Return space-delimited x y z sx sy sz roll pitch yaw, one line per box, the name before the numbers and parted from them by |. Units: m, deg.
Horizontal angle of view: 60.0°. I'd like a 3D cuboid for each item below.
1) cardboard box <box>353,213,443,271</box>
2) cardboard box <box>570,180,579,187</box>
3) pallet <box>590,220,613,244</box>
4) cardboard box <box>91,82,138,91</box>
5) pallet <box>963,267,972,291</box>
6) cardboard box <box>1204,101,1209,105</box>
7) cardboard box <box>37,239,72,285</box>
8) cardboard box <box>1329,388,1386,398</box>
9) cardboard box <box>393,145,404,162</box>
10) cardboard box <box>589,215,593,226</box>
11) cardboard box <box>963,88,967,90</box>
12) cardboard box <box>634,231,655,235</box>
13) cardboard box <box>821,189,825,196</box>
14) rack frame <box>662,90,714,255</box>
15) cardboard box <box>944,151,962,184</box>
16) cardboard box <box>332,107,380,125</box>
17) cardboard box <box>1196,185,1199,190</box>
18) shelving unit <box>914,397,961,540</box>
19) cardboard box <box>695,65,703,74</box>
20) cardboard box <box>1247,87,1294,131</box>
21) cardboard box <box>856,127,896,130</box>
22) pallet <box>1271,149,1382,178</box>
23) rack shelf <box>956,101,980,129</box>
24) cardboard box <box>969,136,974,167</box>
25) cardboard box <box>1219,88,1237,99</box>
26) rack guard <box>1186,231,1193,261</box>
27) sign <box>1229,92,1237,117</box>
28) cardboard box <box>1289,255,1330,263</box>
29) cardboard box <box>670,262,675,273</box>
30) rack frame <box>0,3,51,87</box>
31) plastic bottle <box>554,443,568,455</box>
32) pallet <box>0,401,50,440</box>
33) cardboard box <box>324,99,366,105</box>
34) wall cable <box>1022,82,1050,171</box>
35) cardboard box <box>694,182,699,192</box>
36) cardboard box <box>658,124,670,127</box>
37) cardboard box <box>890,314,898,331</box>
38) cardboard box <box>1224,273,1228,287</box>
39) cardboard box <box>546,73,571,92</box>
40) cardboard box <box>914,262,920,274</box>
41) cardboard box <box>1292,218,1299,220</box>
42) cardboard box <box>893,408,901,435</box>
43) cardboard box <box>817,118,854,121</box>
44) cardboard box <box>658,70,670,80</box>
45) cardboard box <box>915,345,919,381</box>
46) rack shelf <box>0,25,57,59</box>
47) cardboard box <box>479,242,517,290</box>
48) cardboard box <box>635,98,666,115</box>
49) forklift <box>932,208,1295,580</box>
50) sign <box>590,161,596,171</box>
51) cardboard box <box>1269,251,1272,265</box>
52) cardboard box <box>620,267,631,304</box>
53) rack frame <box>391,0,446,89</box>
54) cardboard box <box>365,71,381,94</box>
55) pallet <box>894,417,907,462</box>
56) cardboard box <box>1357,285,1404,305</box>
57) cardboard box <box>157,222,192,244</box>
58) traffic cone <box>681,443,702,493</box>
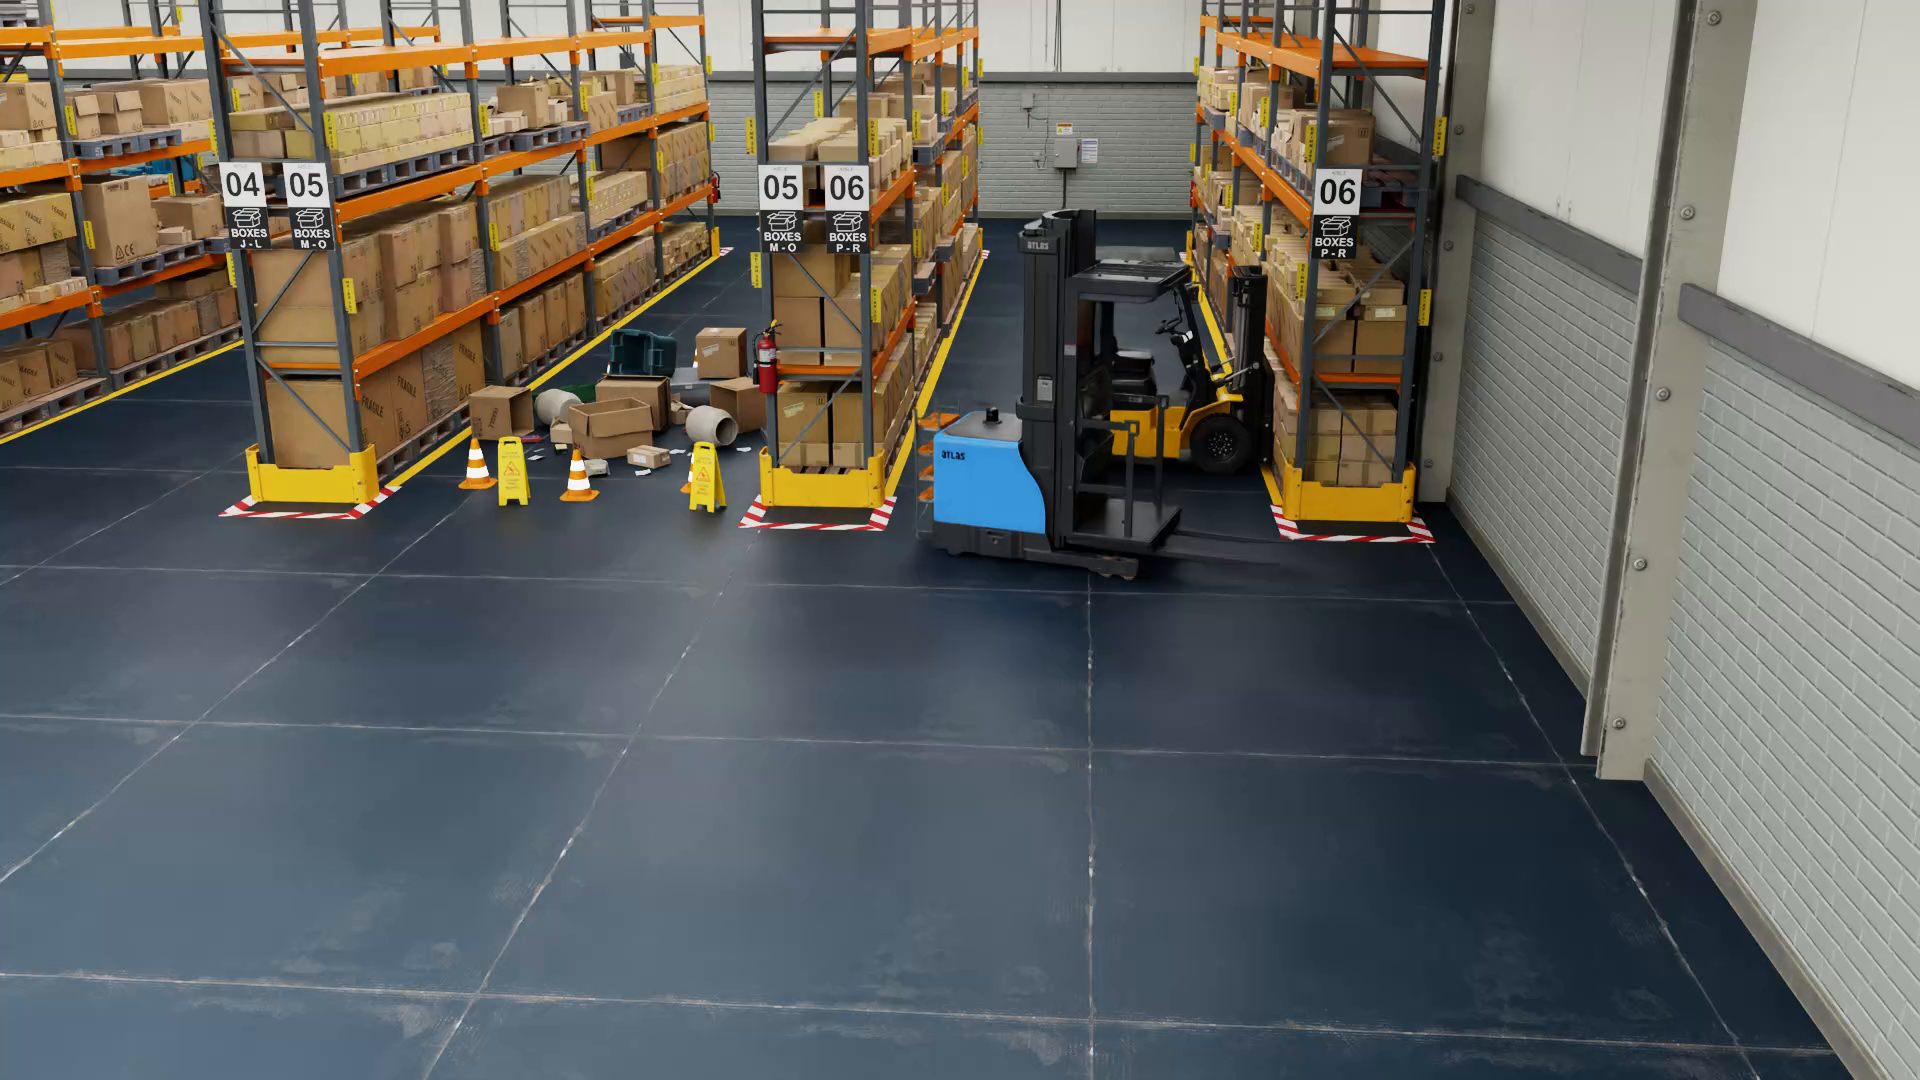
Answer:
cardboard box | -6.140 -3.224 17.970 0.875 0.550 0.550 1 18 4
cardboard box | -5.985 -5.426 25.437 0.380 0.149 0.250 2 18 6
pallet | -5.748 -4.467 24.045 1.213 0.211 1.003 1 18 4
cardboard box | -10.992 -5.733 21.820 0.500 0.500 0.500 1 18 2
pallet | -0.329 -4.406 28.032 1.003 0.211 1.213 1 18 4
cardboard box | 4.301 -7.291 27.942 0.380 0.149 0.250 2 18 5
cardboard box | -11.014 -3.284 19.491 0.875 0.500 0.500 1 18 4
cardboard box | 3.884 -1.329 16.297 0.500 0.250 0.500 1 18 4
cardboard box | -5.832 -3.894 16.740 0.380 0.149 0.250 1 18 4
cardboard box | -5.460 -4.549 23.716 0.380 0.149 0.250 1 18 3
cardboard box | -0.068 -8.019 29.329 0.380 0.149 0.250 0 18 0
cardboard box | -5.571 -5.382 29.479 0.380 0.149 0.250 2 18 5
cardboard box | -1.453 -3.430 16.161 0.380 0.149 0.250 1 18 4
rack frame | -5.120 -6.819 30.915 1.000 3.000 0.127 1 18 4
cardboard box | -0.244 -5.875 26.270 0.500 0.500 0.500 2 18 6
cardboard box | -5.869 -4.114 16.131 0.380 0.149 0.250 1 18 4
cardboard box | 4.479 -6.415 30.085 0.380 0.149 0.250 1 18 3
shelving unit | -0.195 -0.638 14.941 0.258 1.200 0.503 6 19 20
cardboard box | -4.850 -8.490 29.996 0.380 0.149 0.250 1 18 3
cardboard box | 3.835 -5.330 20.558 0.500 0.500 0.500 2 18 5
cardboard box | -0.866 -4.190 17.198 0.380 0.149 0.250 1 18 5
pallet | 3.880 -4.021 17.701 1.003 0.211 1.213 1 18 4
rack shelf | -0.319 -7.202 28.423 1.077 0.370 4.000 1 18 4
cardboard box | -0.019 -6.791 29.063 0.500 0.500 0.500 1 18 4
cardboard box | 3.979 -6.519 24.276 0.380 0.149 0.250 1 18 4
rack guard | 4.771 -5.418 30.656 1.175 0.500 0.348 1 18 4
sign | 3.661 -5.829 22.248 0.100 0.325 0.005 1 18 4
cardboard box | 3.584 -2.828 17.056 0.380 0.149 0.250 1 18 4
cardboard box | -5.041 -4.610 28.078 0.380 0.149 0.250 2 18 6
rack frame | -15.287 -8.680 26.961 1.000 3.000 0.127 1 18 4
plastic bottle | -4.278 -0.981 17.819 0.133 0.061 0.283 -5 19 -15
pallet | -11.018 -1.319 18.610 1.003 0.211 1.213 1 18 4
cardboard box | -6.435 -4.523 17.380 0.380 0.149 0.250 1 18 4
wall cable | 1.621 -8.946 35.776 0.588 1.984 0.122 1 18 4
cardboard box | -4.914 -6.357 29.911 0.380 0.149 0.250 2 18 5
cardboard box | -5.446 -7.192 29.811 0.500 0.500 0.500 2 18 6
cardboard box | -0.854 -2.311 17.563 0.380 0.149 0.250 1 18 4
cardboard box | 3.974 -3.710 23.725 0.380 0.149 0.250 0 18 1
cardboard box | -5.852 -6.702 24.352 0.396 0.266 0.258 1 18 4
cardboard box | -0.681 -3.257 19.776 0.380 0.149 0.250 2 18 5
cardboard box | 4.415 -3.996 21.099 0.380 0.149 0.250 1 18 3
cardboard box | -0.918 -1.236 17.618 0.500 0.250 0.500 3 18 8
cardboard box | -1.384 -4.607 18.471 0.380 0.149 0.250 1 18 3
cardboard box | -5.068 -7.766 27.786 0.380 0.149 0.250 1 18 2
cardboard box | -1.000 -2.126 20.141 0.950 0.372 0.625 2 18 5
rack shelf | -11.063 -5.120 17.257 1.077 0.370 4.000 1 18 4
cardboard box | -5.674 -3.296 20.006 0.500 0.500 0.500 1 18 5
cardboard box | -5.110 -7.068 27.101 0.500 0.250 0.500 2 18 7
forklift | 1.326 -1.248 14.024 3.031 2.935 1.130 7 19 20
sign | -5.948 -5.997 27.019 0.100 0.325 0.005 1 18 4
cardboard box | 3.613 -3.085 18.319 0.380 0.149 0.250 2 18 5
cardboard box | -5.323 -3.875 25.273 0.500 0.500 0.500 1 18 3
rack frame | -10.060 -9.812 30.415 1.000 3.000 0.127 1 18 4
cardboard box | -10.307 -7.850 28.249 0.700 0.500 0.500 2 18 7
pallet | -1.133 -1.098 17.935 1.003 0.211 1.213 1 18 4
cardboard box | 3.866 -2.257 15.315 0.380 0.149 0.250 1 18 3
cardboard box | -10.483 -4.088 22.123 0.396 0.266 0.258 1 18 2
traffic cone | -2.578 -0.727 16.399 0.336 0.463 0.334 1 18 4
